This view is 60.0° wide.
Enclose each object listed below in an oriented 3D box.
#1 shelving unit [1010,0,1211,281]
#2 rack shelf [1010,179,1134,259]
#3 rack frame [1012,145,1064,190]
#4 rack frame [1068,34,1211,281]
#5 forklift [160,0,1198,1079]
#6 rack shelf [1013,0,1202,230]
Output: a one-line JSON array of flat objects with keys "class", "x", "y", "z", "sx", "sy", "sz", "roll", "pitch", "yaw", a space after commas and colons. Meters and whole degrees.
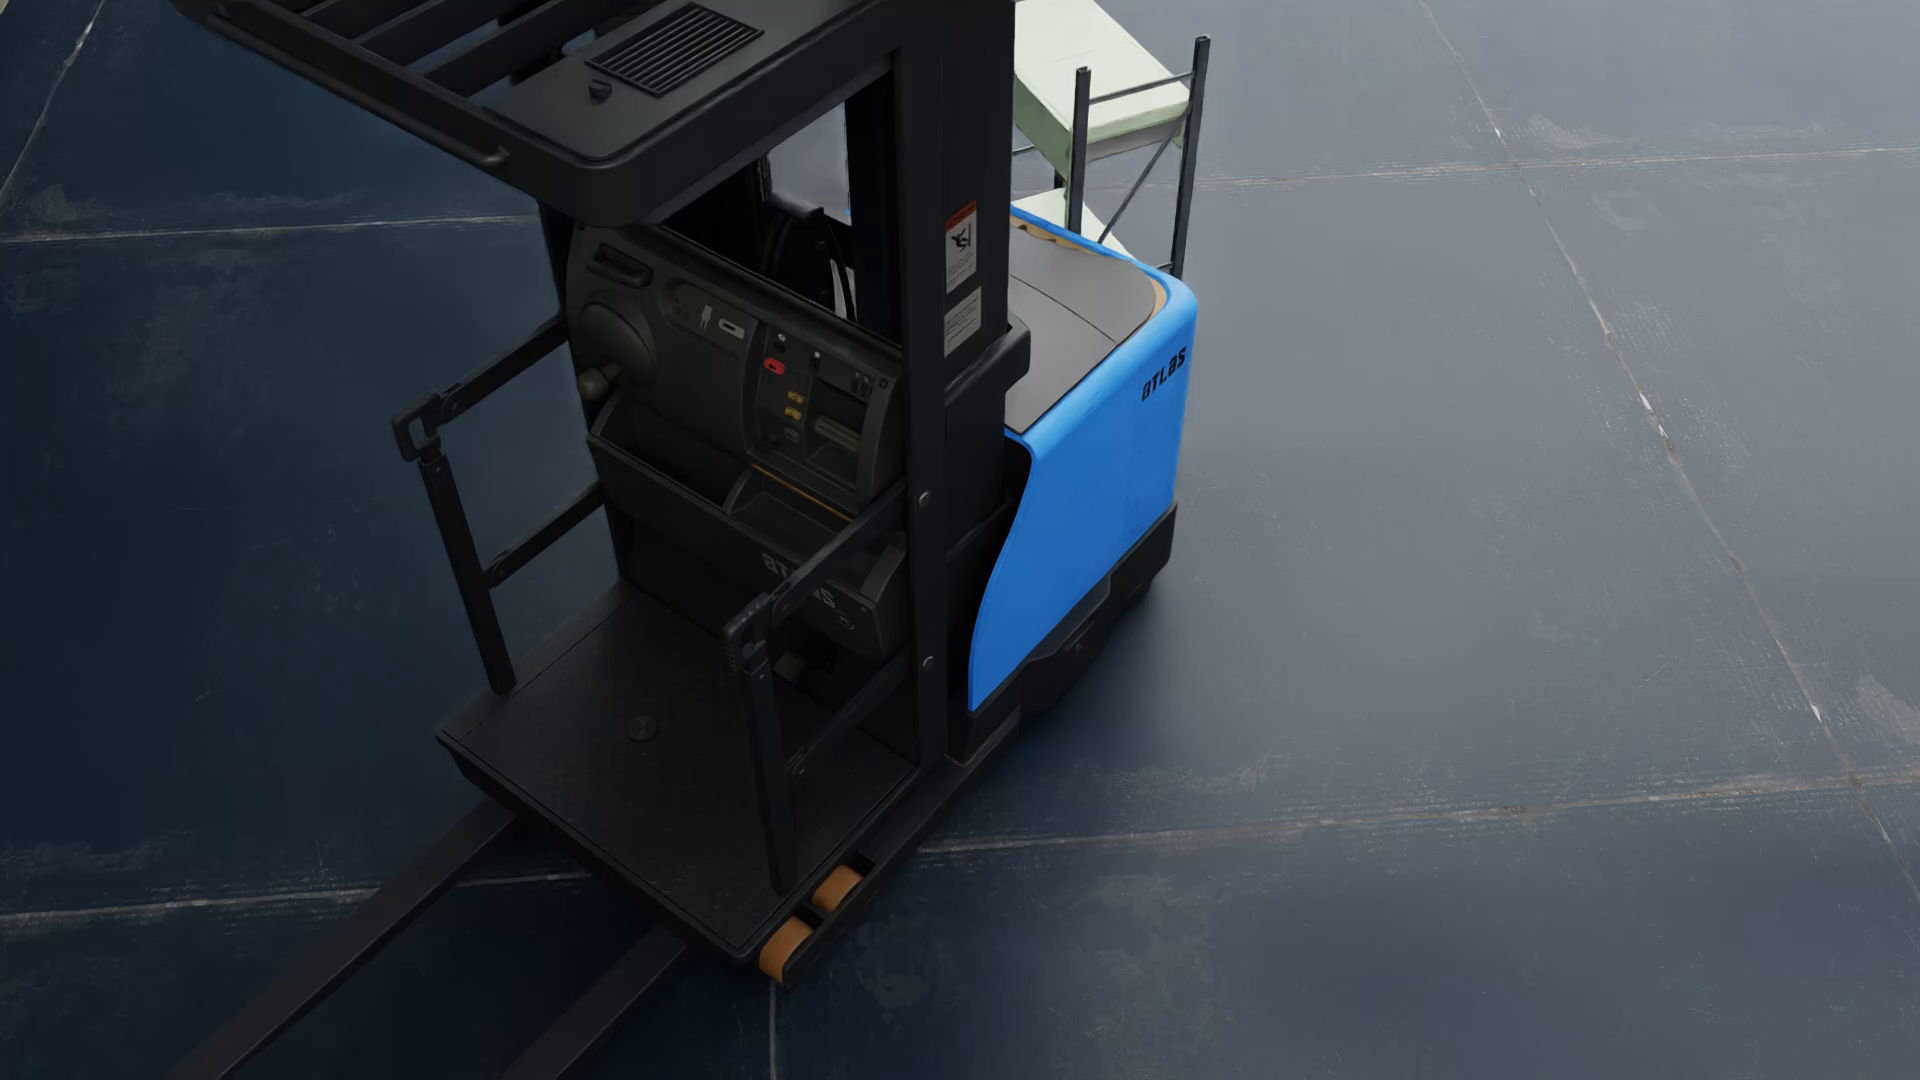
[{"class": "shelving unit", "x": 0.329, "y": -1.014, "z": 5.177, "sx": 0.431, "sy": 1.500, "sz": 0.755, "roll": -19, "pitch": 50, "yaw": -17}, {"class": "rack shelf", "x": 0.329, "y": -0.789, "z": 5.414, "sx": 0.431, "sy": 0.370, "sz": 0.720, "roll": -19, "pitch": 50, "yaw": -17}, {"class": "rack frame", "x": 0.171, "y": -1.253, "z": 5.404, "sx": 0.400, "sy": 1.500, "sz": 0.023, "roll": -19, "pitch": 50, "yaw": -17}, {"class": "rack frame", "x": 0.488, "y": -0.774, "z": 4.950, "sx": 0.400, "sy": 1.500, "sz": 0.023, "roll": -19, "pitch": 50, "yaw": -17}, {"class": "forklift", "x": -0.648, "y": -0.304, "z": 3.520, "sx": 1.130, "sy": 2.935, "sz": 3.031, "roll": 29, "pitch": 53, "yaw": 25}, {"class": "rack shelf", "x": 0.329, "y": -1.282, "z": 4.894, "sx": 0.431, "sy": 0.370, "sz": 0.720, "roll": -19, "pitch": 50, "yaw": -17}]
